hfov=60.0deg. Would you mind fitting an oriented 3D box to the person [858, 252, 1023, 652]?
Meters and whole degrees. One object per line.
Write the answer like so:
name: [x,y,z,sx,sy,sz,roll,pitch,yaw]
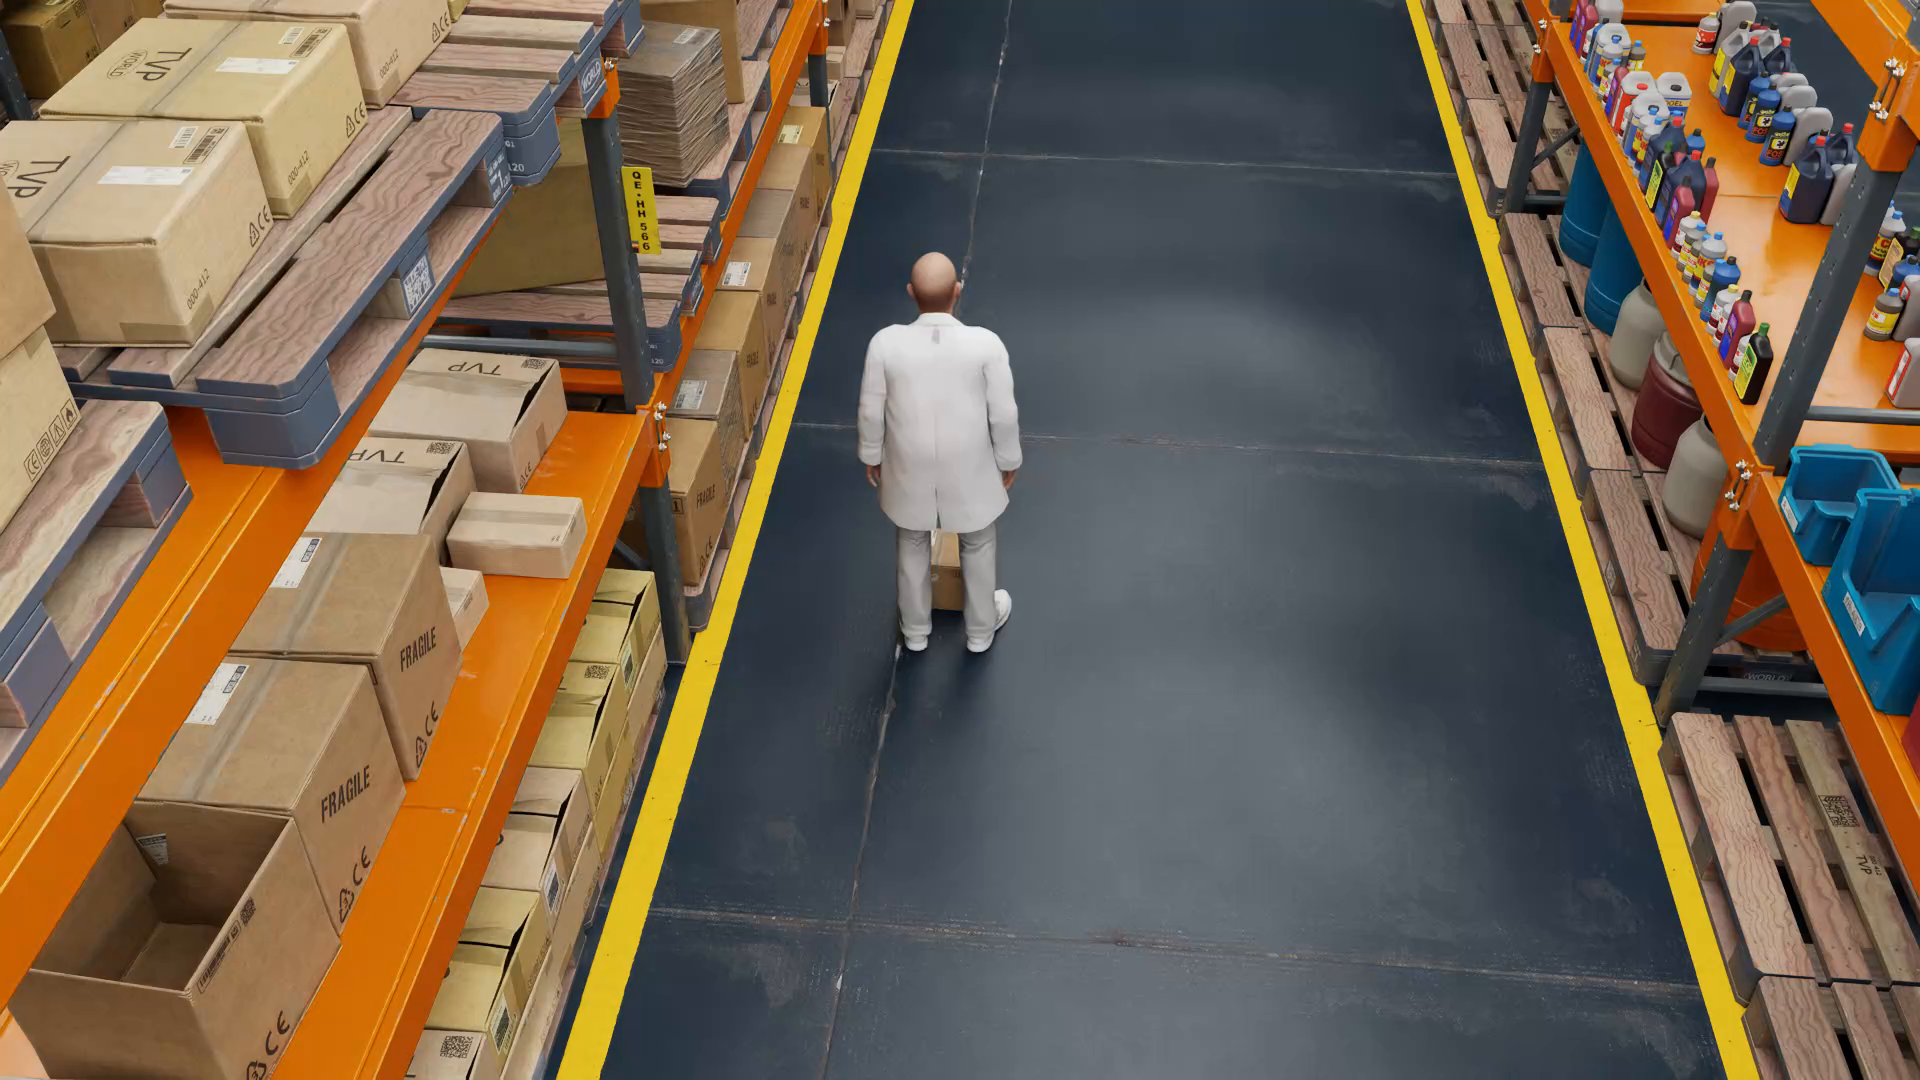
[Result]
person: [-0.078,-0.260,6.580,0.646,1.649,0.421,3,40,3]
